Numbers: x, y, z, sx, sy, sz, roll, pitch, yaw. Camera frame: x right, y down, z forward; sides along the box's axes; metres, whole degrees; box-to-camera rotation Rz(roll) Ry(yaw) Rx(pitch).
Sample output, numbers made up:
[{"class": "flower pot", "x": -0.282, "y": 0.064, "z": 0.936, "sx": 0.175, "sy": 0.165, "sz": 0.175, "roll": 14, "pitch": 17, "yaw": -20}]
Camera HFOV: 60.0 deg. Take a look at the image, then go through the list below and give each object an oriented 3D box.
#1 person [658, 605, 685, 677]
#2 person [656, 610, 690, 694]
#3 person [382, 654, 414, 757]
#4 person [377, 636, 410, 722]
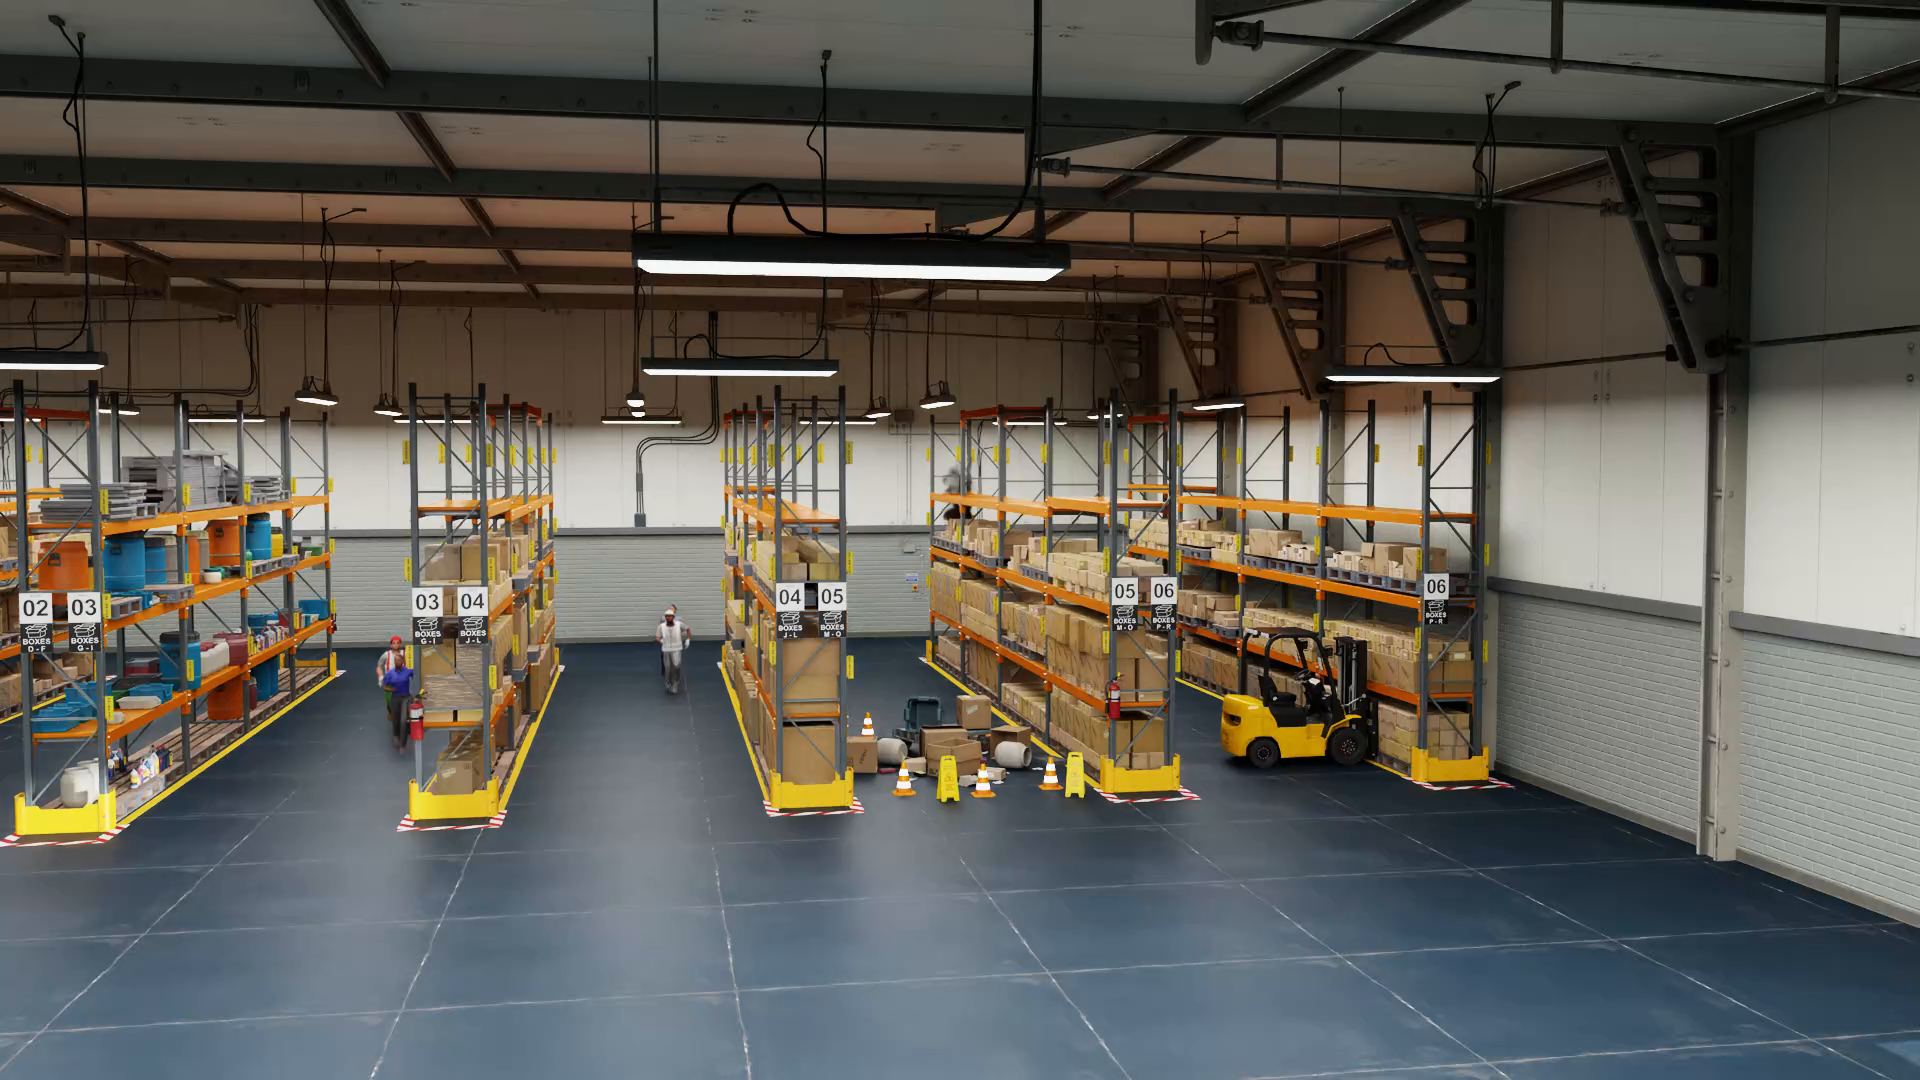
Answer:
[{"class": "person", "x": -6.544, "y": 2.293, "z": 37.724, "sx": 0.635, "sy": 1.631, "sz": 0.590, "roll": 0, "pitch": 3, "yaw": -4}, {"class": "person", "x": -6.031, "y": 2.340, "z": 34.908, "sx": 0.698, "sy": 1.765, "sz": 0.858, "roll": 0, "pitch": 3, "yaw": -3}, {"class": "person", "x": -9.439, "y": 2.753, "z": 28.107, "sx": 0.587, "sy": 1.684, "sz": 0.934, "roll": -1, "pitch": 3, "yaw": -10}, {"class": "person", "x": -10.238, "y": 2.607, "z": 30.220, "sx": 0.656, "sy": 1.743, "sz": 0.603, "roll": -1, "pitch": 3, "yaw": -21}]
